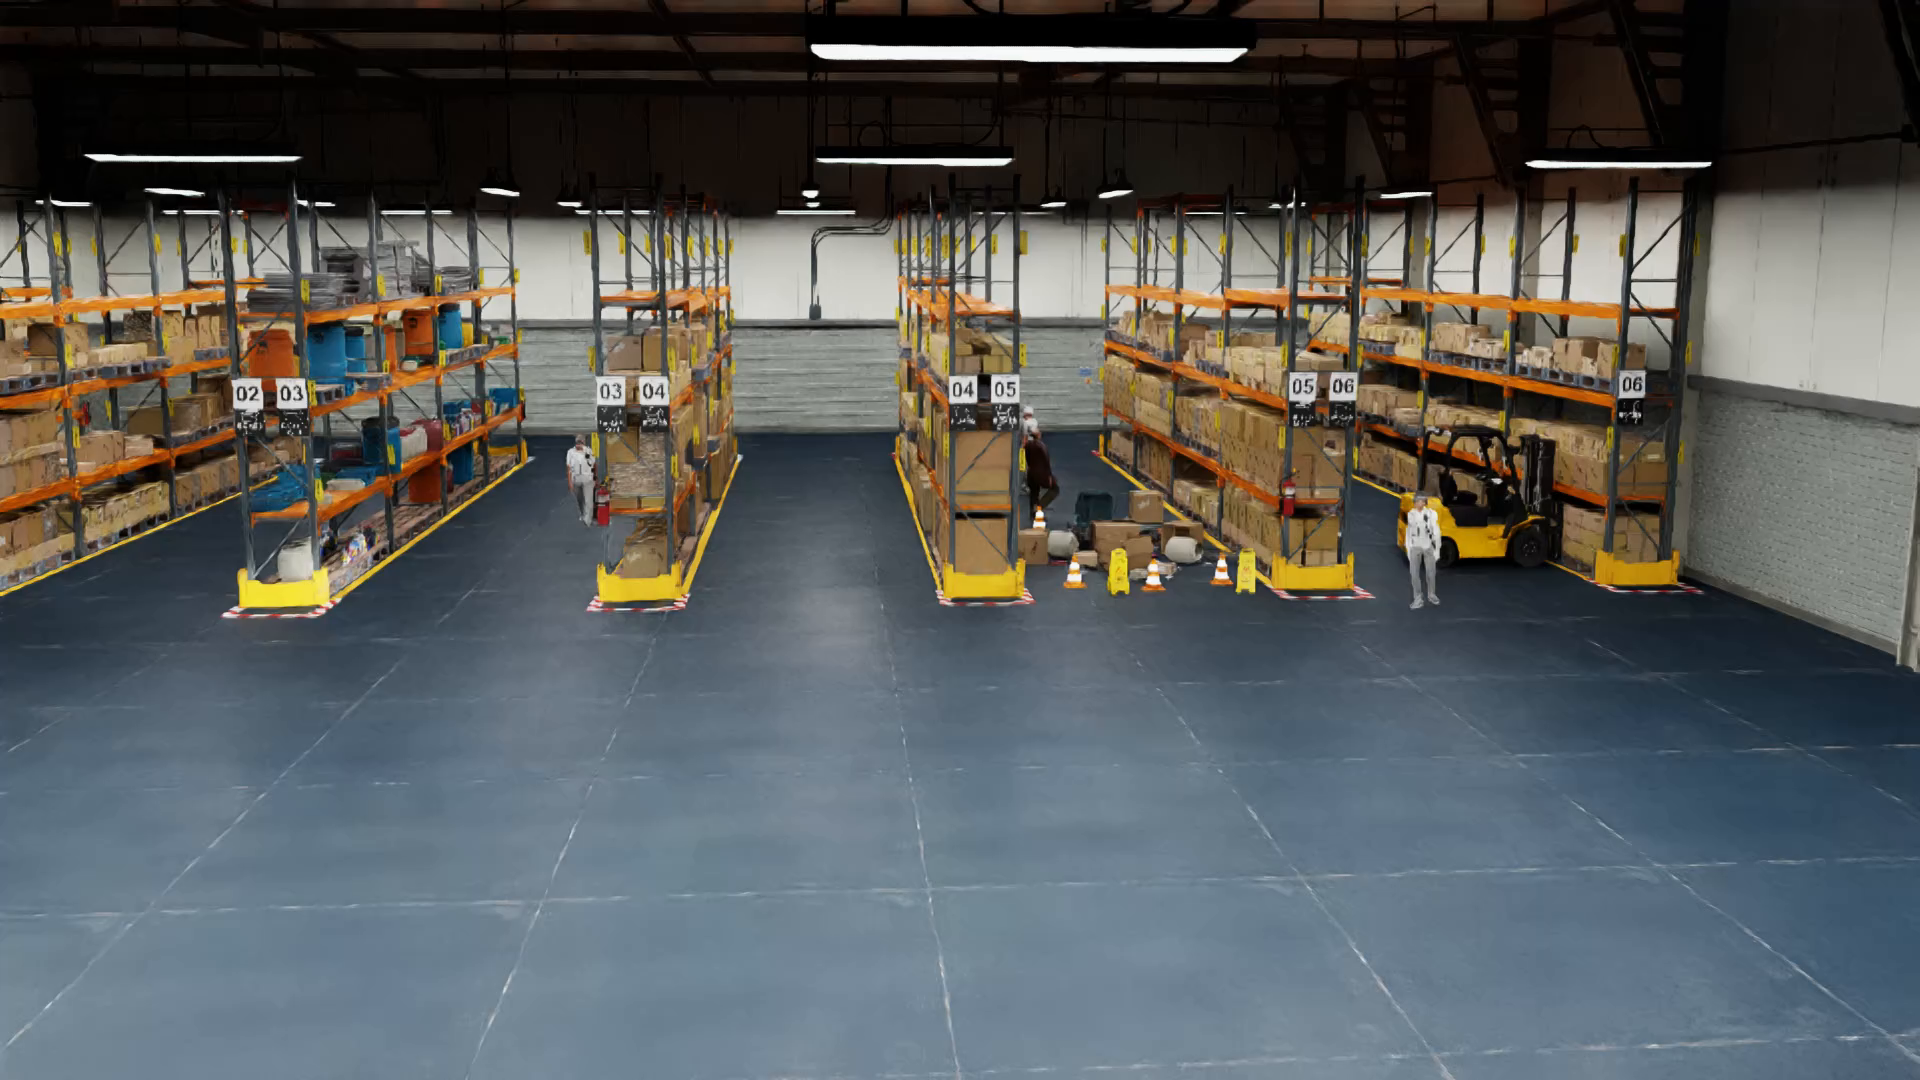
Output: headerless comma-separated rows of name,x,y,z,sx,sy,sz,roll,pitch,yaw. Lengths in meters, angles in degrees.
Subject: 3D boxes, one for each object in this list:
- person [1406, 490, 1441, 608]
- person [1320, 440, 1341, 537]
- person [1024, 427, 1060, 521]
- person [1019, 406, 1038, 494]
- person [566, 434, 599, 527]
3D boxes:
person,6.510,0.109,23.333,0.514,1.663,0.546,6,12,31
person,6.463,-0.913,28.980,0.431,1.677,0.499,-7,12,-36
person,1.460,-1.182,30.118,0.509,1.759,0.640,-7,12,-35
person,1.340,-1.845,33.920,0.490,1.787,0.608,5,11,25
person,-6.830,-1.100,30.009,0.542,1.675,1.126,0,10,-3
